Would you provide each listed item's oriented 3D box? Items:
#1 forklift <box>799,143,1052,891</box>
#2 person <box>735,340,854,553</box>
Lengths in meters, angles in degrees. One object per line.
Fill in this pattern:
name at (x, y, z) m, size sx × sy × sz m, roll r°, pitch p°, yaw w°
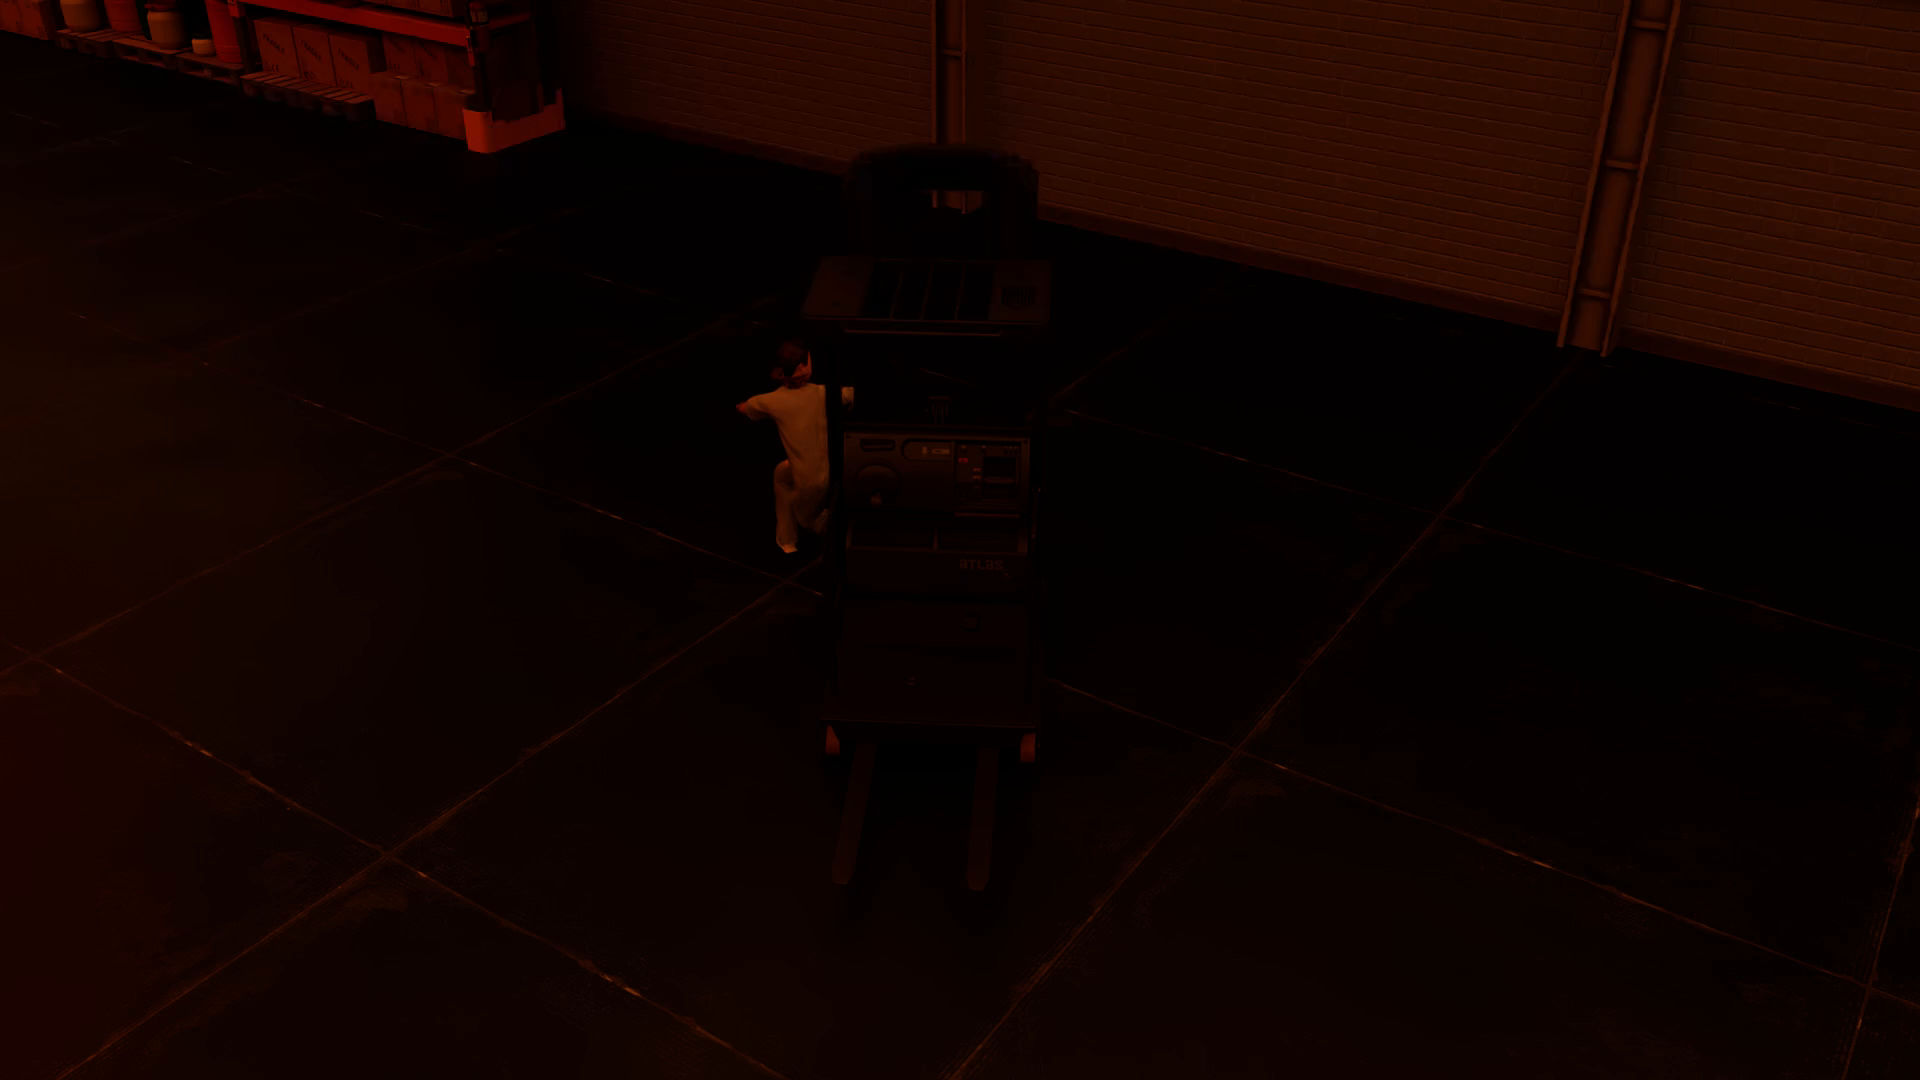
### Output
forklift at (-0.129, -0.290, 8.080) m, size 1.130 × 2.935 × 3.031 m, roll 2°, pitch 30°, yaw 3°
person at (-0.885, -0.571, 10.110) m, size 0.767 × 1.429 × 1.072 m, roll -25°, pitch 38°, yaw -36°
